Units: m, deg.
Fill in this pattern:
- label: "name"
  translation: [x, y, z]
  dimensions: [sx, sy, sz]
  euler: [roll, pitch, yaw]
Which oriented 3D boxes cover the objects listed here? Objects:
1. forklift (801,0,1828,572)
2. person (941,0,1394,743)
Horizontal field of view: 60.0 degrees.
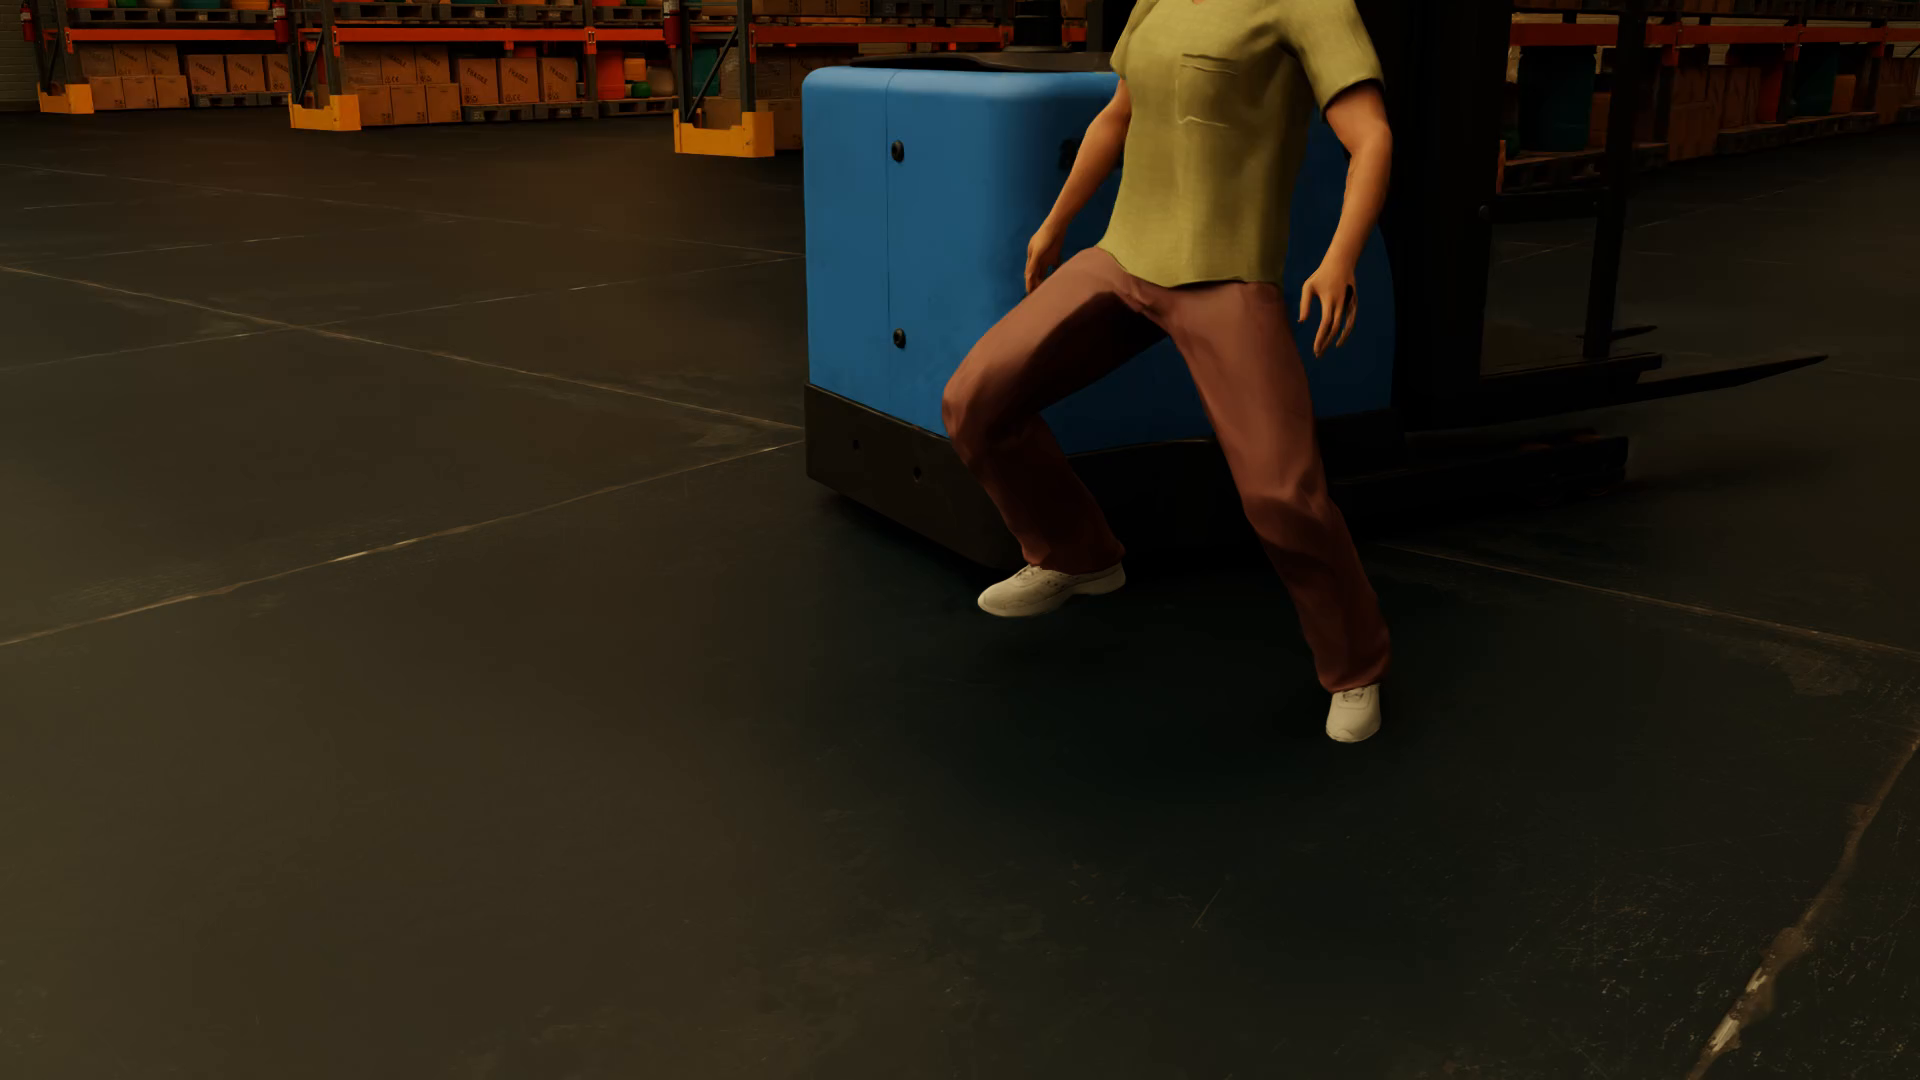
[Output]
- label: "forklift"
  translation: [1.139, -1.607, 4.190]
  dimensions: [3.031, 2.935, 1.130]
  euler: [-10, 19, -29]
- label: "person"
  translation: [0.396, -0.459, 2.834]
  dimensions: [0.607, 1.568, 0.861]
  euler: [-13, 21, -36]
